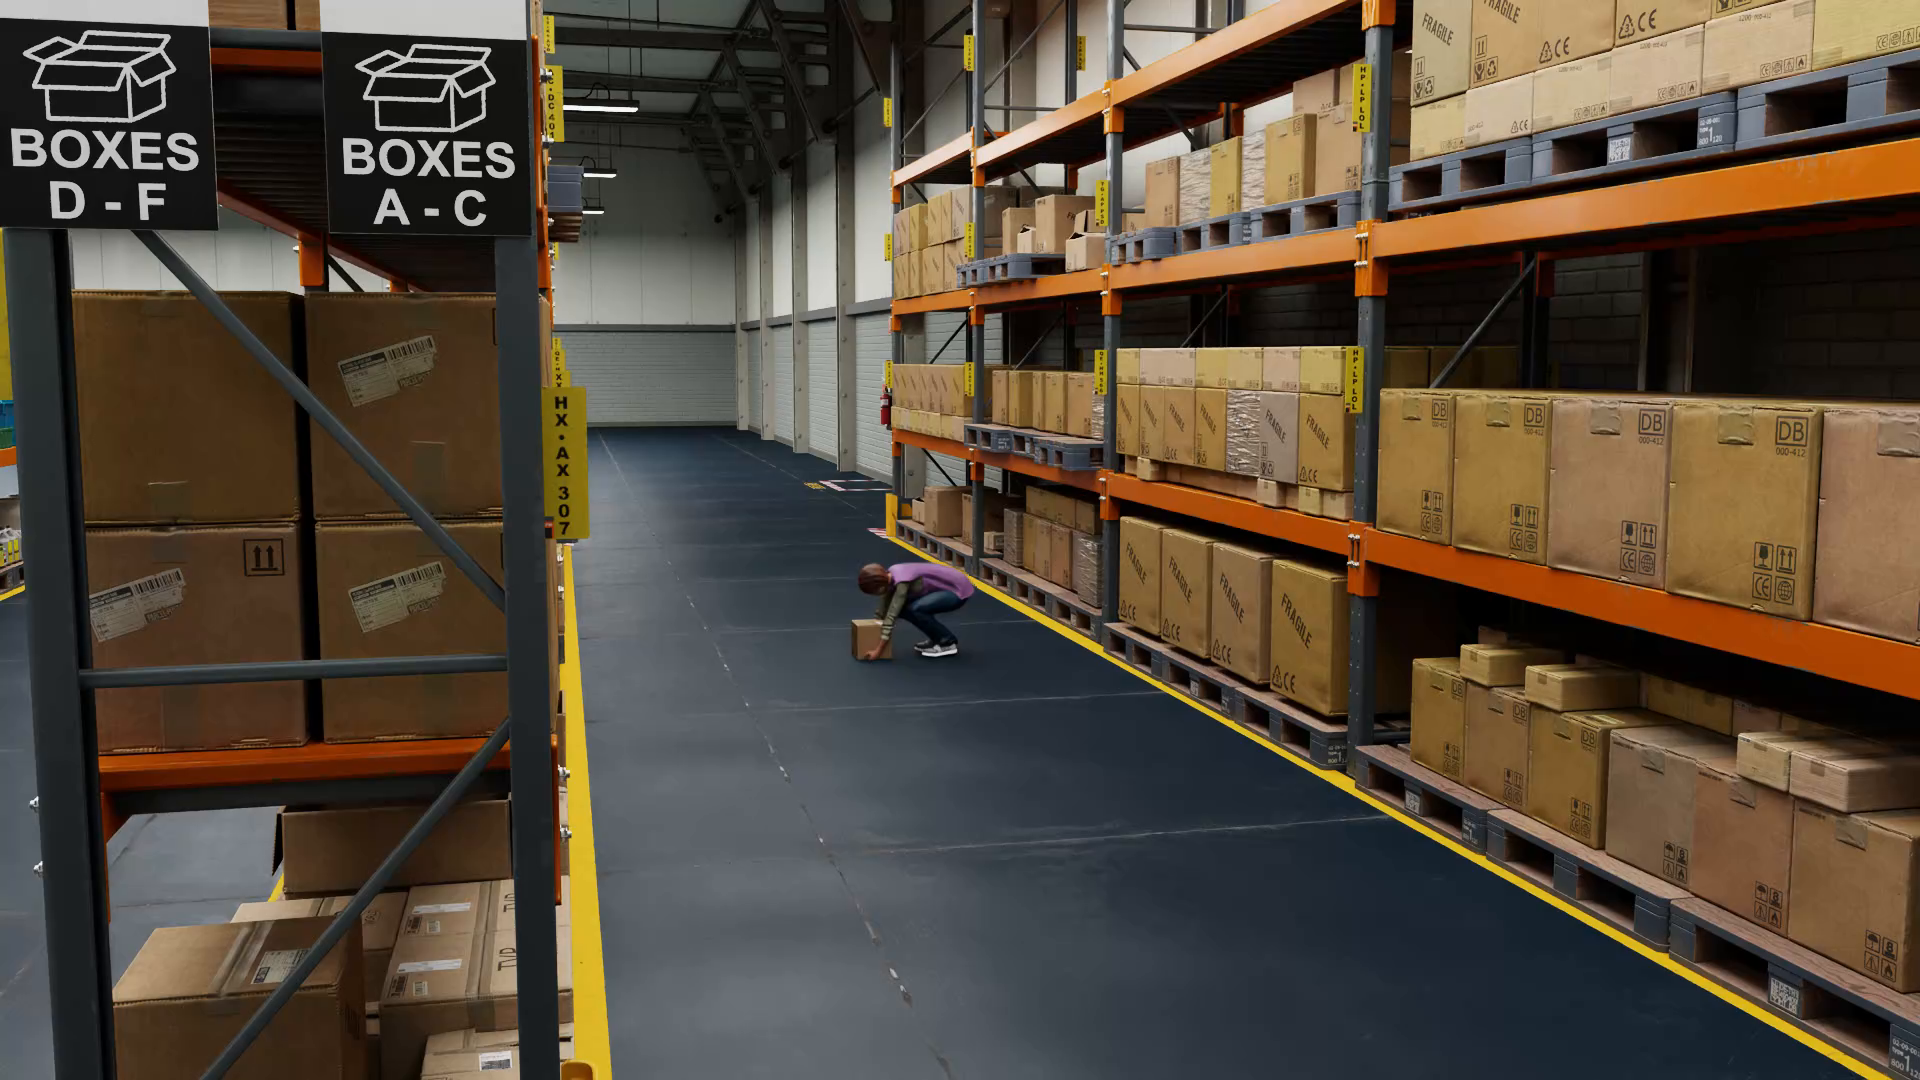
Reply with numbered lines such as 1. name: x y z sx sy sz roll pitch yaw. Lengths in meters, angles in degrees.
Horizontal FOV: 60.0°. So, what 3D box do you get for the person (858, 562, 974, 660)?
1. person: -0.321 0.504 12.054 0.864 0.697 0.422 -2 7 -15
